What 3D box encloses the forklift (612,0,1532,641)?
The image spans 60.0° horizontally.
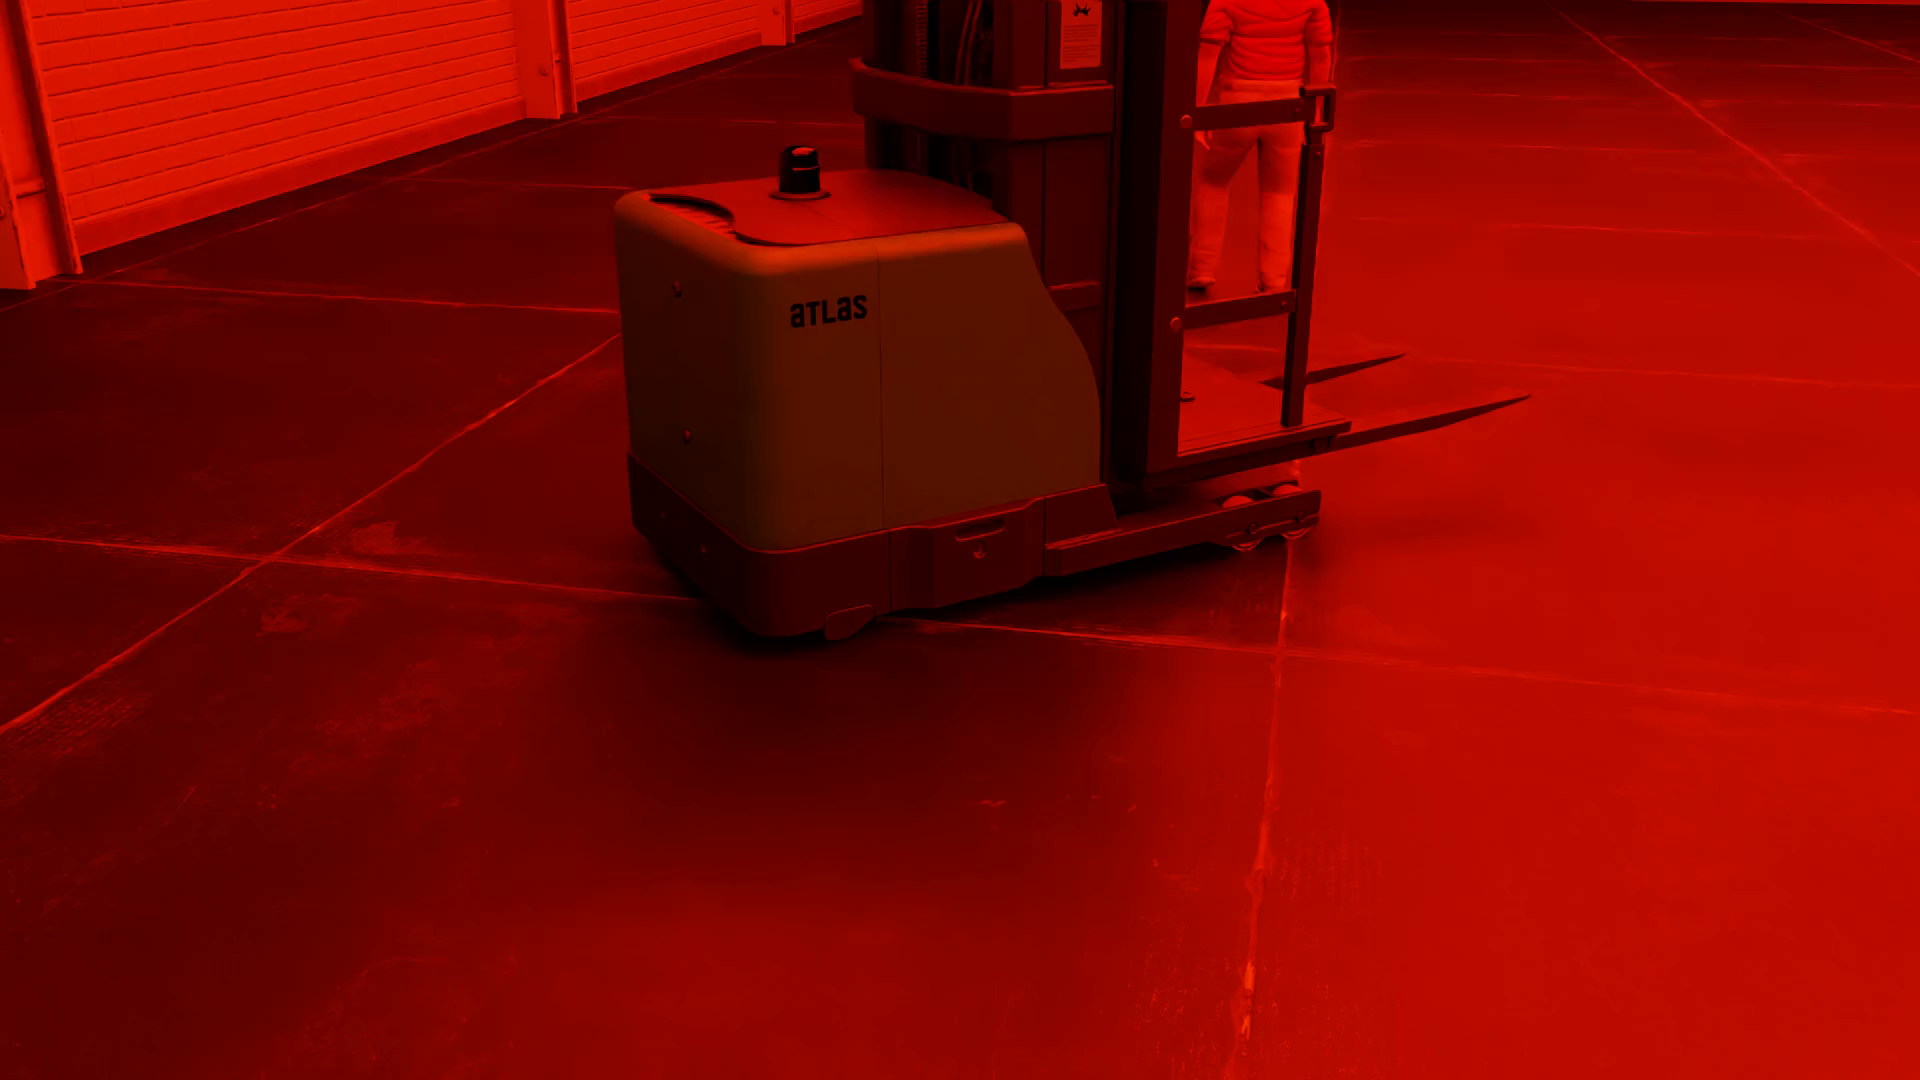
[{"bbox_3d":[0.527,-1.482,4.901,3.031,2.935,1.130,-12,25,-28],"label":"forklift"}]

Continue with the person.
[{"bbox_3d":[1.390,-1.980,7.828,0.627,1.779,0.531,1,22,2],"label":"person"}]
